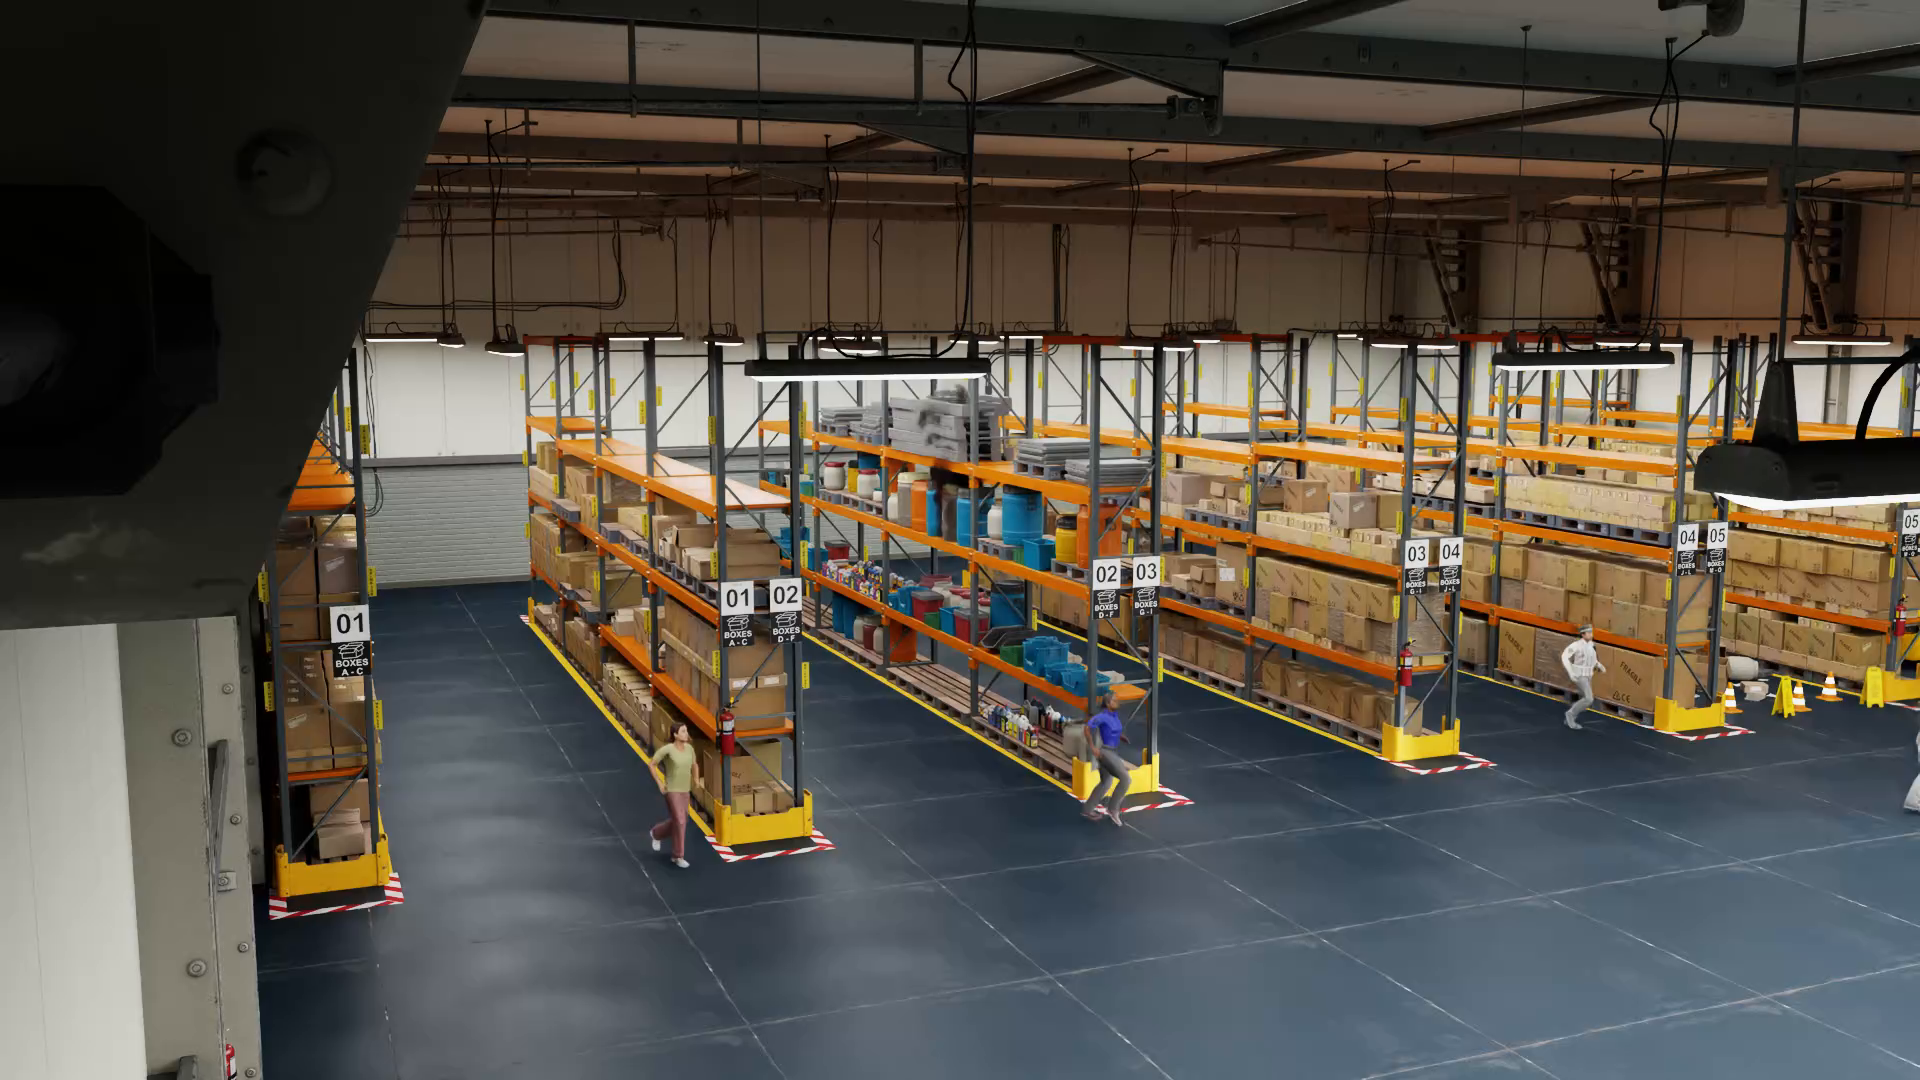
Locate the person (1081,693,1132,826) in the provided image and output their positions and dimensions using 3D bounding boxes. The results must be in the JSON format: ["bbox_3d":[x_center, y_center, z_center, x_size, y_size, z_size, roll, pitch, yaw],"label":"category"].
[{"bbox_3d":[1.877,2.752,20.981,0.653,1.644,0.606,2,8,17],"label":"person"}]

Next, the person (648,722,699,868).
[{"bbox_3d":[-3.339,2.944,19.525,0.730,1.653,0.615,7,10,41],"label":"person"}]

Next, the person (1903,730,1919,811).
[{"bbox_3d":[12.489,2.645,21.225,0.682,1.775,0.637,1,8,8],"label":"person"}]

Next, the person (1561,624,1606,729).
[{"bbox_3d":[9.633,2.103,25.643,0.622,1.661,0.575,-6,10,-38],"label":"person"}]
